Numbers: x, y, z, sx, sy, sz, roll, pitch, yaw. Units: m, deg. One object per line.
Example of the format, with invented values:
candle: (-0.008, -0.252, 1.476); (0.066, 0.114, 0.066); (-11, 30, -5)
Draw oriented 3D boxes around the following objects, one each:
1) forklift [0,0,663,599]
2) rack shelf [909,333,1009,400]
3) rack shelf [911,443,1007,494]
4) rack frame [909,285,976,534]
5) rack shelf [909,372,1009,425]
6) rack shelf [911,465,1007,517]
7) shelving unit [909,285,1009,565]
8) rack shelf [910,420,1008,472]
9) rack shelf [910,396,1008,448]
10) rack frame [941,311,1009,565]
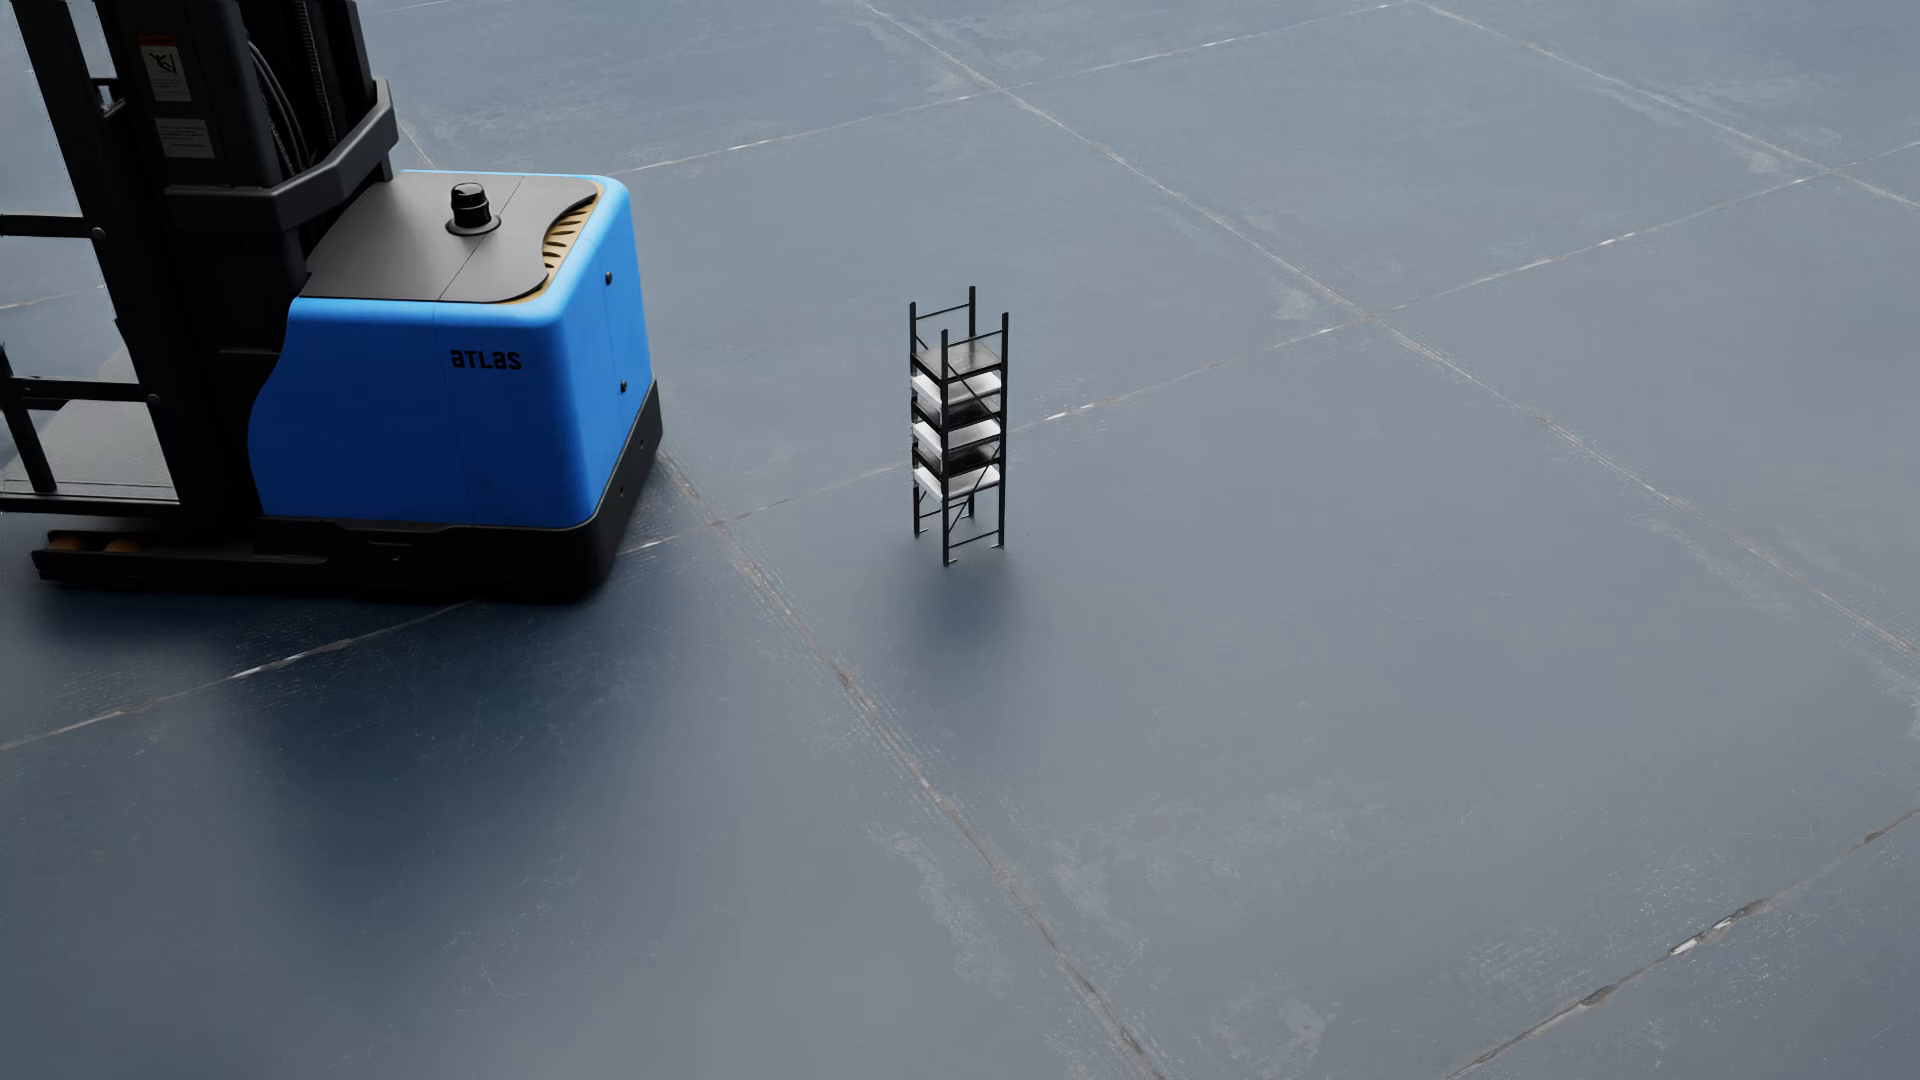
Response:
forklift: (-2.644, -1.333, 5.089); (3.031, 2.935, 1.130); (3, 36, 3)
rack shelf: (-0.004, -0.559, 5.351); (0.258, 0.077, 0.200); (-19, 40, -24)
rack shelf: (-0.004, -0.268, 5.563); (0.258, 0.077, 0.200); (-19, 40, -24)
rack frame: (-0.055, -0.419, 5.561); (0.240, 0.900, 0.006); (-19, 40, -24)
rack shelf: (-0.004, -0.486, 5.404); (0.258, 0.077, 0.200); (-19, 40, -24)
rack shelf: (-0.004, -0.195, 5.616); (0.258, 0.077, 0.200); (-19, 40, -24)
shelving unit: (-0.004, -0.368, 5.490); (0.258, 0.900, 0.210); (-19, 40, -24)
rack shelf: (-0.004, -0.341, 5.510); (0.258, 0.077, 0.200); (-19, 40, -24)
rack shelf: (-0.004, -0.413, 5.457); (0.258, 0.077, 0.200); (-19, 40, -24)
rack frame: (0.047, -0.316, 5.419); (0.240, 0.900, 0.006); (-19, 40, -24)
